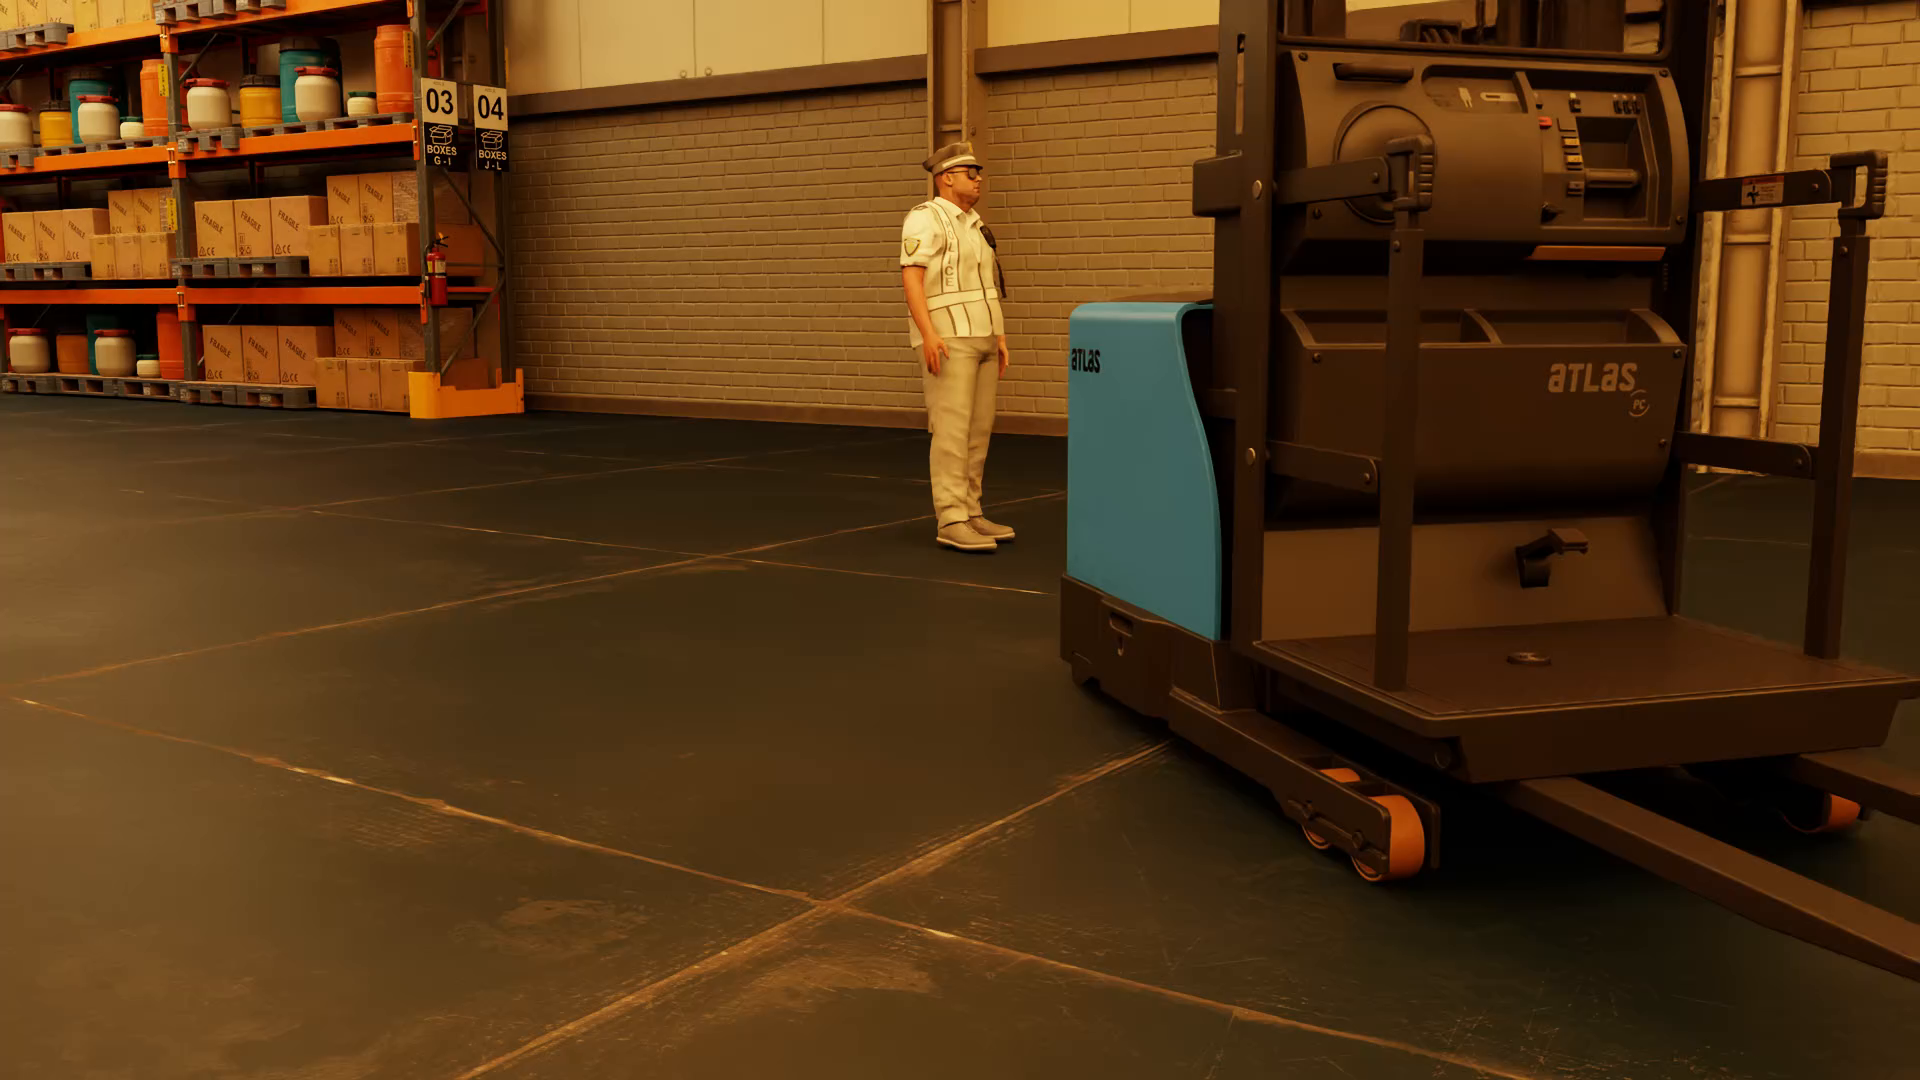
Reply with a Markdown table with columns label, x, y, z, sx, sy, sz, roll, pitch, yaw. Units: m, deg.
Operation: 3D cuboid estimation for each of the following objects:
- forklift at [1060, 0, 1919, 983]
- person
| label | x | y | z | sx | sy | sz | roll | pitch | yaw |
| --- | --- | --- | --- | --- | --- | --- | --- | --- | --- |
| forklift | 1.196 | -0.873 | 3.328 | 1.130 | 2.935 | 3.031 | -2 | 8 | -16 |
| person | 0.058 | -0.883 | 7.424 | 0.574 | 1.780 | 0.641 | 5 | 10 | 34 |
